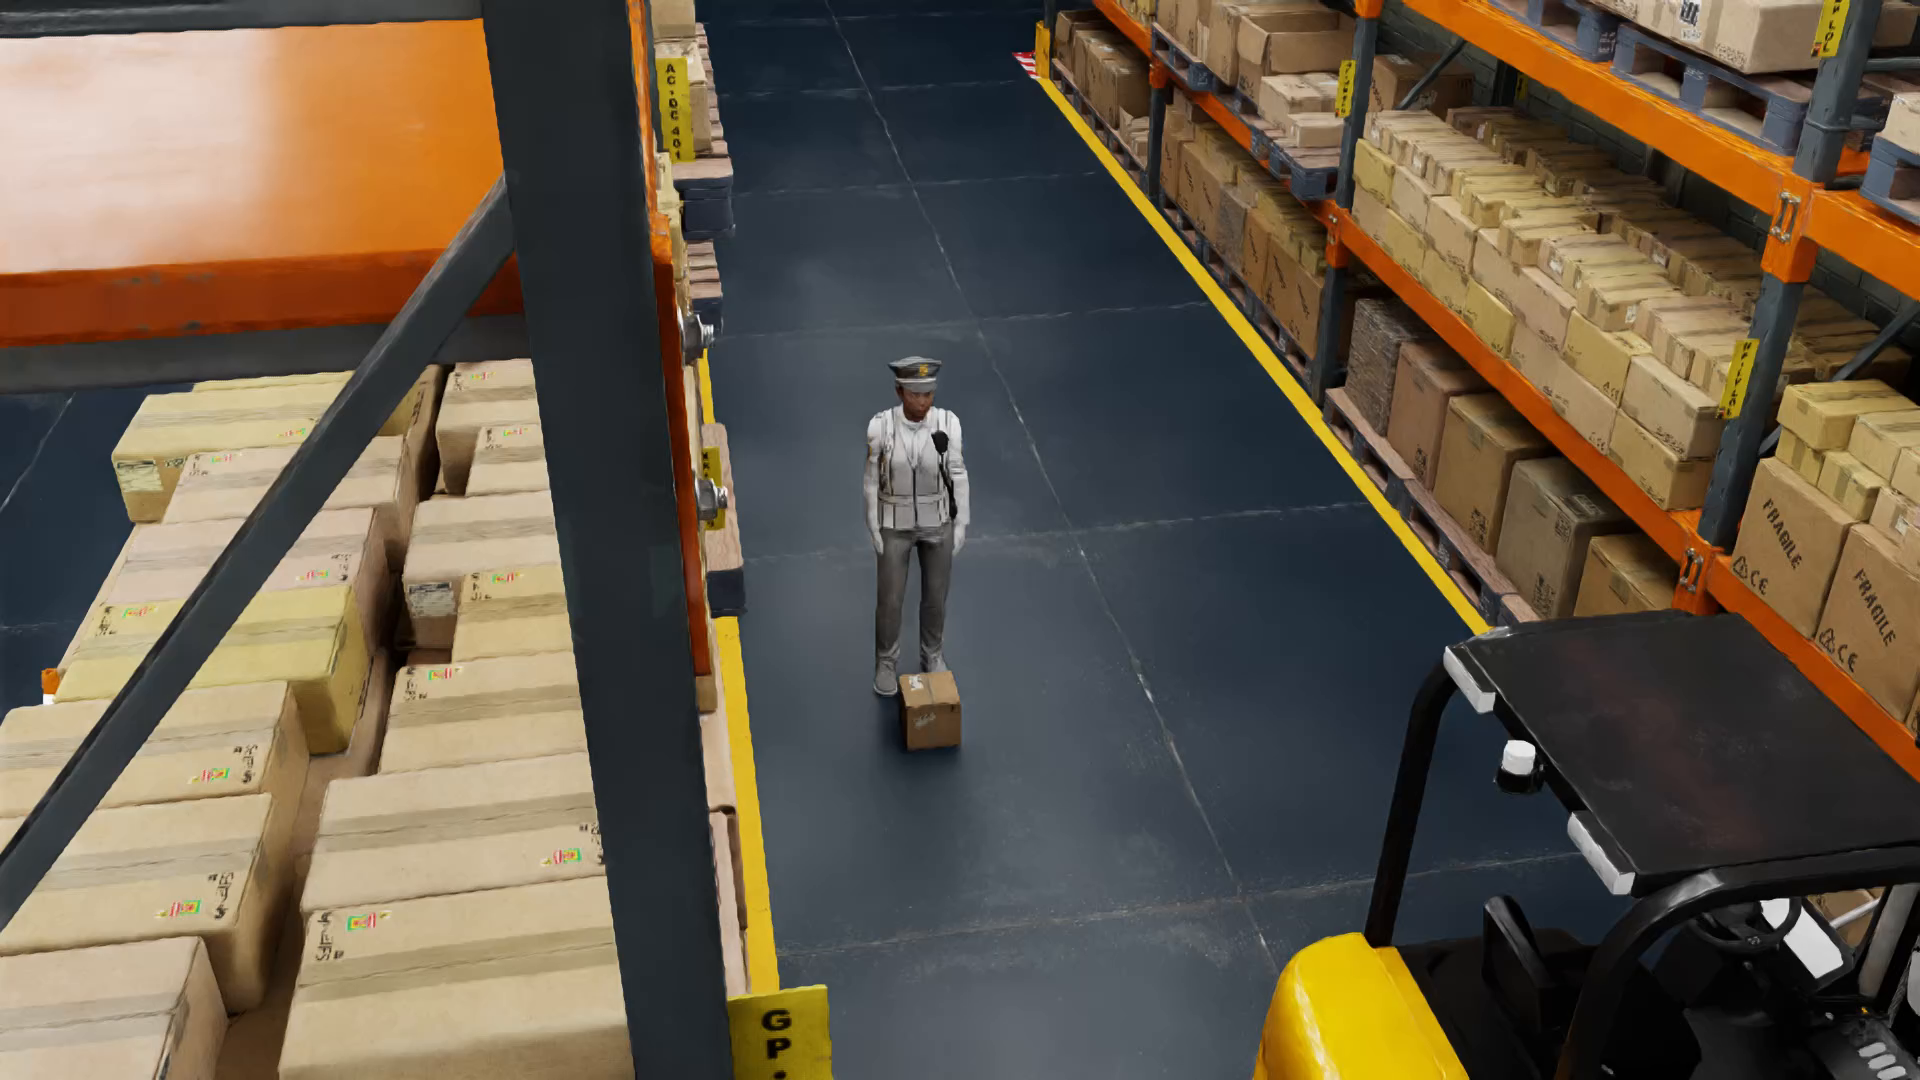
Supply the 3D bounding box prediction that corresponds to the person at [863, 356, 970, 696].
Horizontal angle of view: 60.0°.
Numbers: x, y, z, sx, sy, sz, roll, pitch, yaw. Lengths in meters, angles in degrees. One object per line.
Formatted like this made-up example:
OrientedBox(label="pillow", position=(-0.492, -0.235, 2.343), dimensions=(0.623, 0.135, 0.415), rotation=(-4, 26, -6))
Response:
OrientedBox(label="person", position=(-0.195, -0.072, 7.727), dimensions=(0.489, 1.689, 0.374), rotation=(-4, 31, -6))
